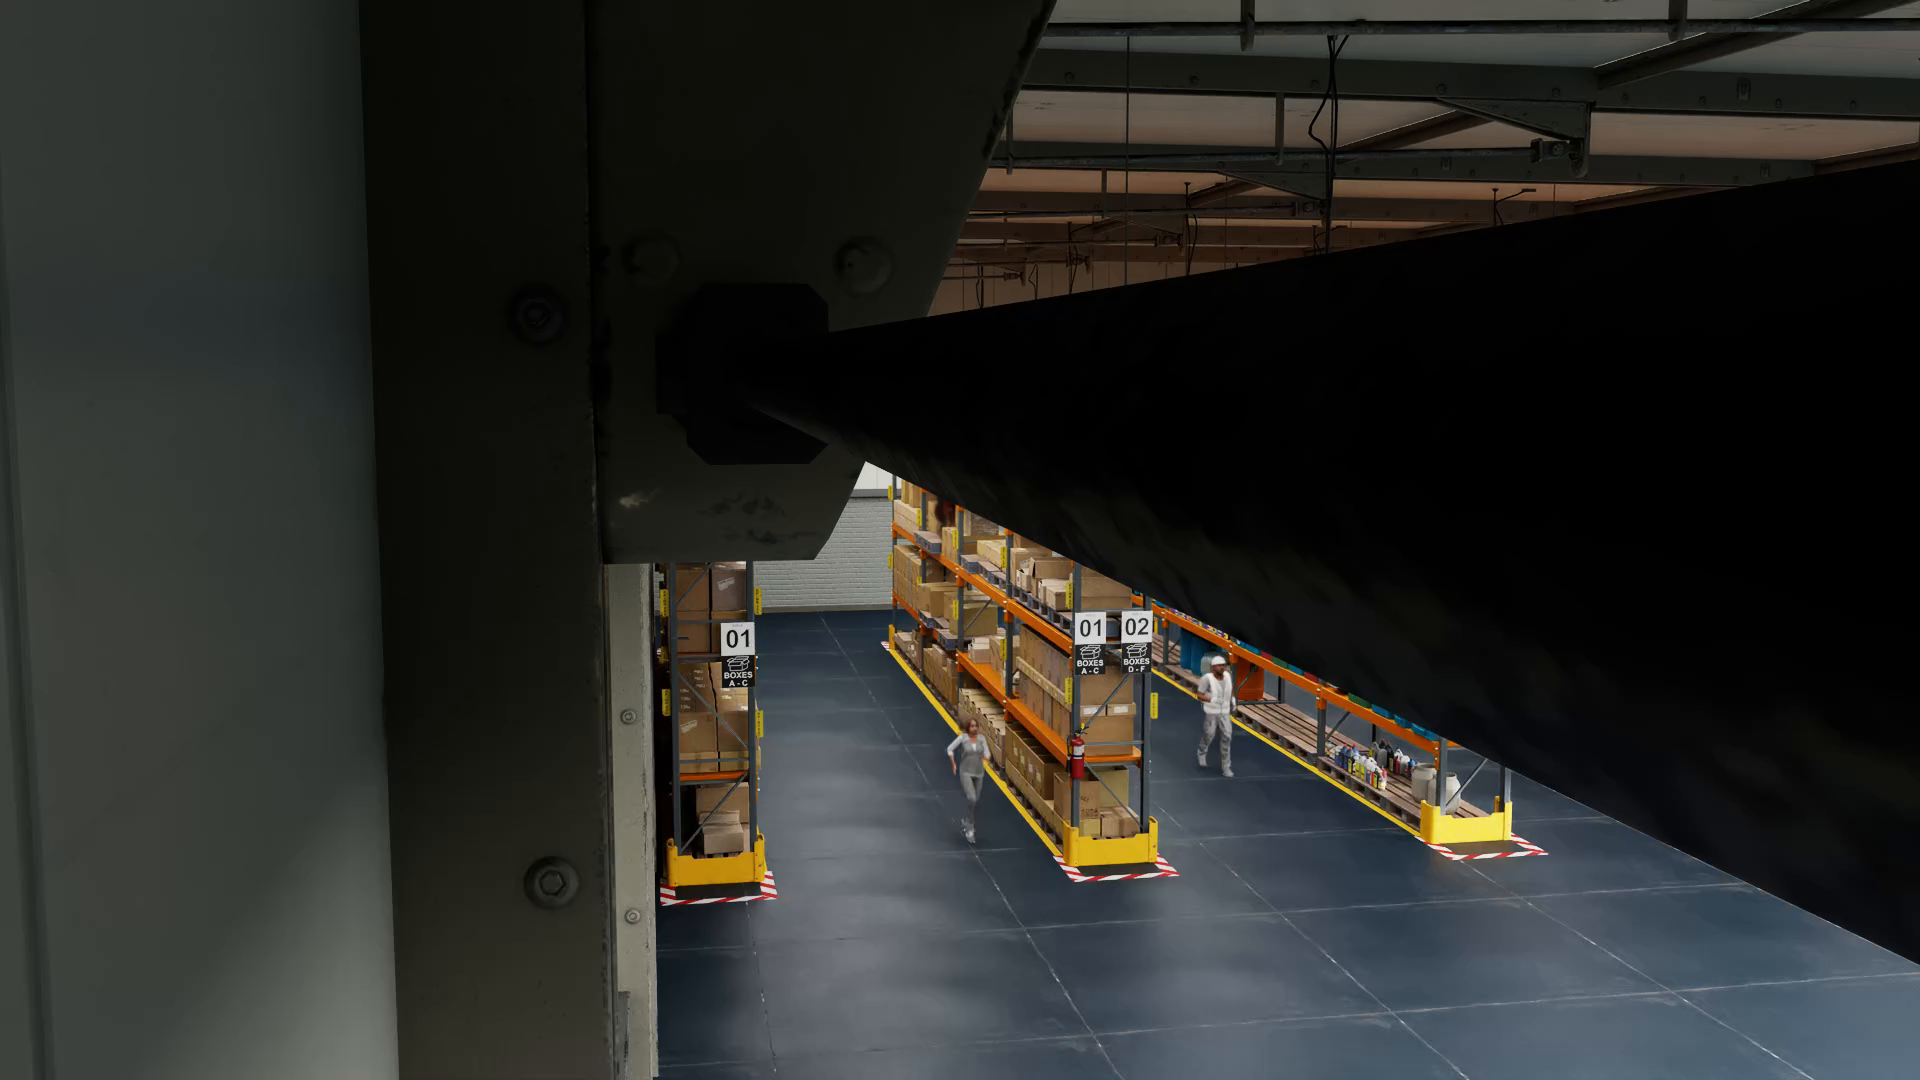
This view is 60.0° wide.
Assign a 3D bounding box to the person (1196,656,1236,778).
[{"bbox_3d":[3.946,2.683,25.553,0.704,1.837,0.801,-2,6,-18],"label":"person"}]

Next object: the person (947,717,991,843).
[{"bbox_3d":[0.145,3.168,22.049,0.503,1.618,0.710,-3,7,-24],"label":"person"}]
